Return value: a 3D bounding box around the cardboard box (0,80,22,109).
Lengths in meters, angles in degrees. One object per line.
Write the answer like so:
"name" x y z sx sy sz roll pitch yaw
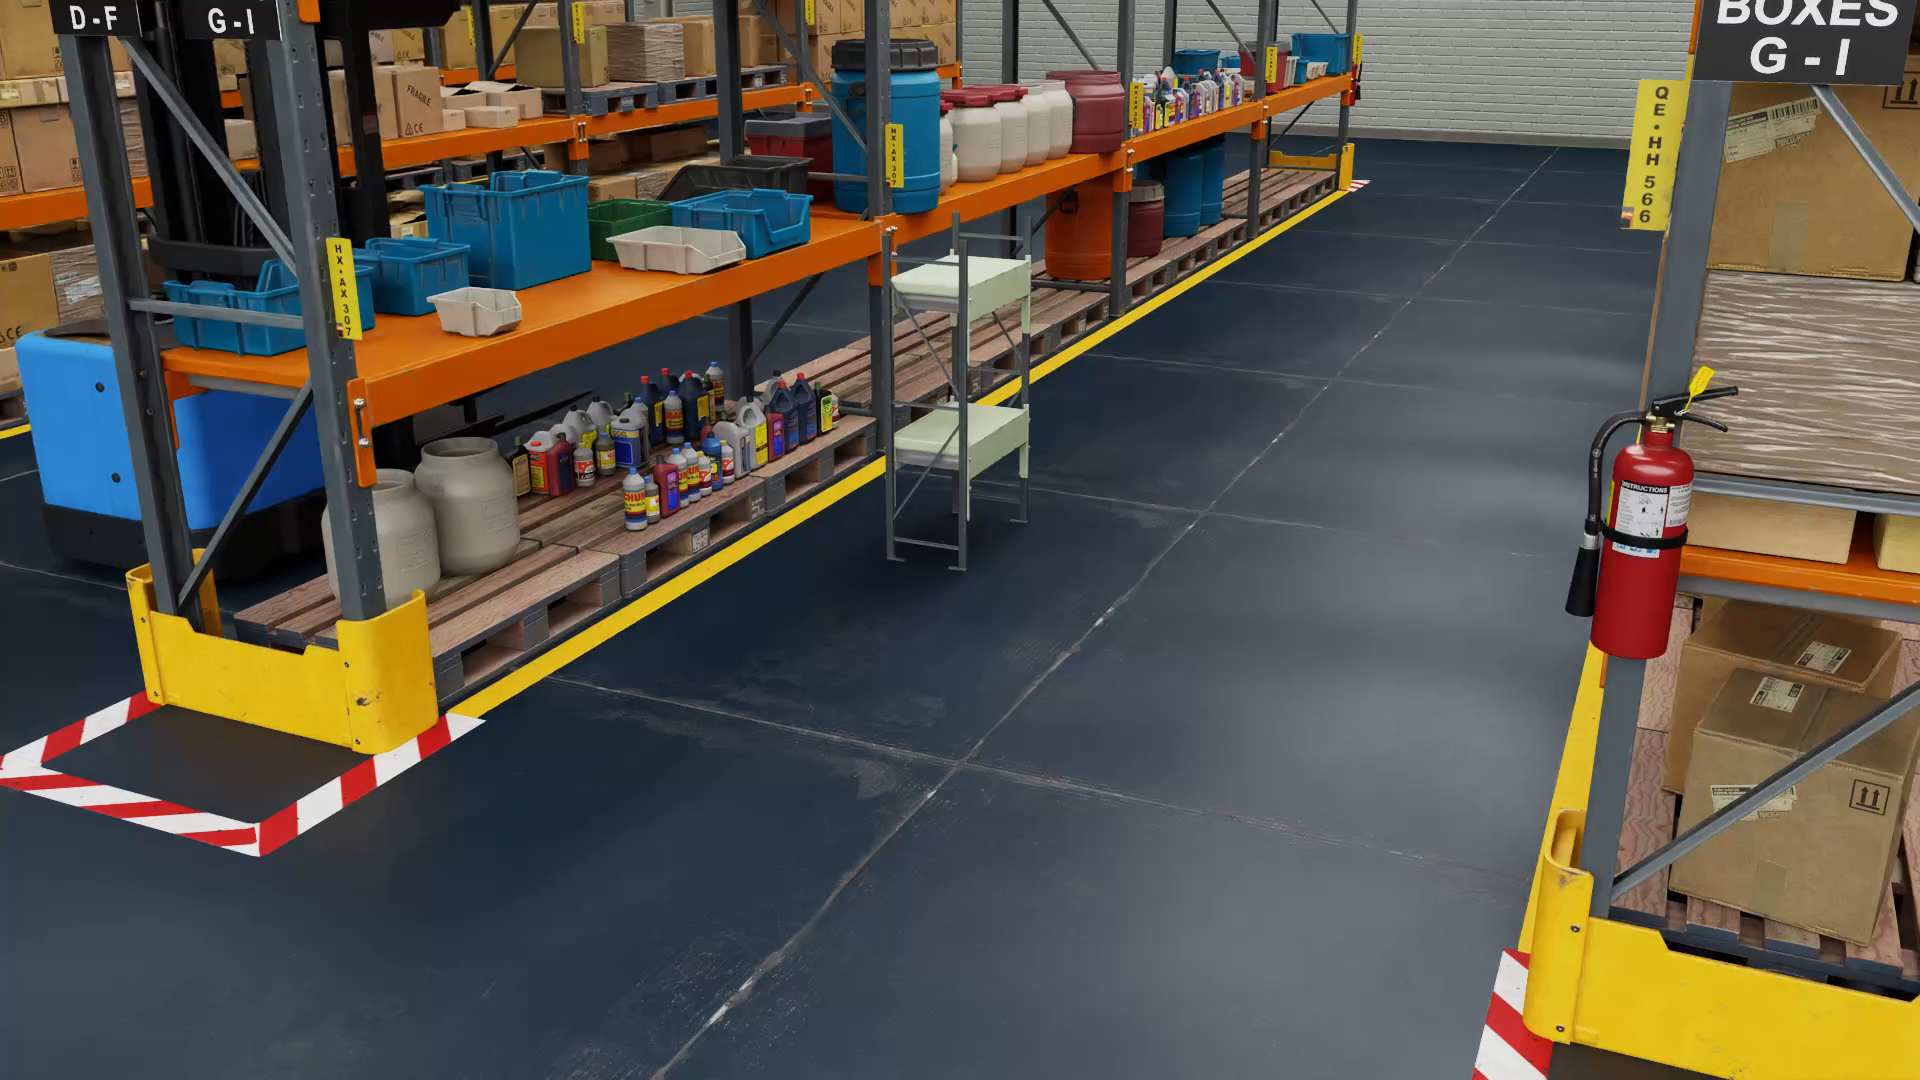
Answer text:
"cardboard box" -5.696 -2.588 9.652 0.380 0.149 0.250 8 21 22

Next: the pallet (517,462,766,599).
"pallet" -1.655 -0.090 7.907 1.003 0.211 1.213 9 21 23

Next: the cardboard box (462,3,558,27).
"cardboard box" -5.776 -6.534 21.417 0.980 0.700 0.700 7 21 20

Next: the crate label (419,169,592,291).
"crate label" -1.975 -1.371 7.296 0.502 0.435 0.616 9 21 23

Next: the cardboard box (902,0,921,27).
"cardboard box" -0.793 -6.358 19.728 0.500 0.500 0.500 9 22 24

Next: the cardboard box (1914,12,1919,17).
"cardboard box" 3.538 -1.628 5.985 0.500 0.500 0.500 9 21 23

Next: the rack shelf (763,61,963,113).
"rack shelf" -1.266 -5.377 19.684 1.077 0.370 4.000 9 21 23

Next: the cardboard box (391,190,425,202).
"cardboard box" -4.413 -2.766 13.911 0.500 0.311 0.500 8 21 21

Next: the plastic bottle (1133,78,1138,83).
"plastic bottle" 1.516 -3.993 14.904 0.152 0.276 0.135 9 21 23

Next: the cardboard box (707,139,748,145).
"cardboard box" -2.506 -4.019 17.868 0.500 0.500 0.500 8 21 20

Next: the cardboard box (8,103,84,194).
"cardboard box" -5.747 -2.407 10.111 0.700 0.500 0.500 8 21 22

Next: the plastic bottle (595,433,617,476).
"plastic bottle" -1.752 -0.429 8.218 0.097 0.201 0.097 0 20 0

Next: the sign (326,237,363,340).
"sign" -1.982 -0.809 5.353 0.100 0.325 0.005 9 21 23

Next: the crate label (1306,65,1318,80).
"crate label" 3.678 -5.101 18.139 0.396 0.136 0.243 9 21 23

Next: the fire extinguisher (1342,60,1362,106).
"fire extinguisher" 4.546 -5.418 19.398 0.296 0.674 0.183 9 21 23

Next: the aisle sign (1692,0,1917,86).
"aisle sign" 1.738 -1.322 3.331 0.394 0.787 0.004 9 21 23

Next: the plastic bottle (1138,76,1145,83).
"plastic bottle" 1.673 -4.130 15.297 0.097 0.271 0.097 0 20 0

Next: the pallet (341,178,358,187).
"pallet" -7.352 -3.848 18.475 1.003 0.211 1.213 9 21 23

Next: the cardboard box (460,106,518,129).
"cardboard box" -3.840 -3.450 13.568 0.380 0.149 0.250 9 21 23

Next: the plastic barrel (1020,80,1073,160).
"plastic barrel" 0.568 -2.909 11.506 0.421 0.512 0.421 0 20 0

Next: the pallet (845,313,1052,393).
"pallet" -0.060 -1.284 11.263 1.003 0.211 1.213 9 21 23

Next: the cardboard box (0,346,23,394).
"cardboard box" -5.757 -1.083 10.014 0.500 0.250 0.500 9 21 23

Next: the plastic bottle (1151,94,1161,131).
"plastic bottle" 1.552 -3.410 13.254 0.061 0.283 0.133 9 21 23

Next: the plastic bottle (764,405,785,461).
"plastic bottle" -0.952 -0.555 8.449 0.061 0.283 0.133 10 22 26

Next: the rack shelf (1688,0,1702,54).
"rack shelf" 2.856 -1.761 5.041 1.077 0.370 4.000 9 21 23

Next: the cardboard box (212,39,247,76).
"cardboard box" -7.589 -5.029 17.009 0.500 0.500 0.500 9 22 24

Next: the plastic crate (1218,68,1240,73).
"plastic crate" 2.871 -4.901 17.577 0.293 0.136 0.466 9 21 23

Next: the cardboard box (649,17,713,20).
"cardboard box" -2.707 -5.016 16.821 0.700 0.500 0.500 12 23 31

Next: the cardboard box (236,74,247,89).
"cardboard box" -7.611 -4.759 17.219 0.380 0.149 0.250 8 21 22

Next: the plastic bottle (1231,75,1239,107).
"plastic bottle" 2.512 -4.127 15.270 0.061 0.283 0.133 9 21 23

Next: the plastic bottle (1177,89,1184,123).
"plastic bottle" 1.812 -3.613 13.842 0.097 0.271 0.097 0 20 0

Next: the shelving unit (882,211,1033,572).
"shelving unit" -0.003 -0.705 7.712 0.431 1.500 0.755 9 21 23

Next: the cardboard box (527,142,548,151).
"cardboard box" -5.786 -5.327 21.575 0.700 0.500 0.500 9 22 24

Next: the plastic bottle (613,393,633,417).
"plastic bottle" -1.736 -0.613 8.613 0.061 0.283 0.133 10 22 25

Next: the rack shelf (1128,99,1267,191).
"rack shelf" 1.613 -3.473 14.331 1.077 0.370 4.000 9 21 23

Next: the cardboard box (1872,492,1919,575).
"cardboard box" 2.371 -0.011 3.899 0.380 0.149 0.250 9 21 23

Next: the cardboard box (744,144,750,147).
"cardboard box" -2.026 -3.943 17.655 0.500 0.500 0.500 8 21 22

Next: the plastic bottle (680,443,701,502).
"plastic bottle" -1.274 -0.324 7.817 0.097 0.271 0.097 0 20 0

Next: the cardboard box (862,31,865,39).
"cardboard box" -1.214 -5.579 19.031 0.500 0.500 0.500 8 21 22

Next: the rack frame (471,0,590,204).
"rack frame" -3.723 -3.881 14.406 1.000 3.000 0.127 9 21 23

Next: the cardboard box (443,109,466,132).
"cardboard box" -4.194 -3.365 13.330 0.380 0.149 0.250 10 22 27

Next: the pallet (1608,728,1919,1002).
"pallet" 2.433 0.972 4.921 1.003 0.211 1.213 9 21 23

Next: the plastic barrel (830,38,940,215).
"plastic barrel" -0.409 -2.290 9.185 0.600 0.901 0.708 9 21 23

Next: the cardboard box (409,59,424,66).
"cardboard box" -6.486 -5.532 19.391 0.380 0.149 0.250 9 21 23

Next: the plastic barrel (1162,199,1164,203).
"plastic barrel" 1.591 -2.908 14.756 0.421 0.512 0.421 0 20 0

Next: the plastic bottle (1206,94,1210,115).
"plastic bottle" 2.132 -3.819 14.526 0.097 0.201 0.097 0 20 0

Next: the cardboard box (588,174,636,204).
"cardboard box" -3.276 -3.011 15.032 0.500 0.500 0.500 10 22 25

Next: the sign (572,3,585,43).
"sign" -3.216 -4.352 14.001 0.100 0.325 0.005 9 21 23

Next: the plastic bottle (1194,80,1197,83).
"plastic bottle" 2.088 -3.943 14.773 0.097 0.271 0.097 0 20 0

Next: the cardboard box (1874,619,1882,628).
"cardboard box" 3.064 0.175 6.103 0.500 0.500 0.500 7 21 18

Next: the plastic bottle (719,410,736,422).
"plastic bottle" -1.160 -0.518 8.345 0.061 0.283 0.133 9 21 23

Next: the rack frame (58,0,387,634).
"rack frame" -2.482 -0.755 5.615 1.000 3.000 0.127 9 21 23

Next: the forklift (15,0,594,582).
"forklift" -3.095 -1.647 8.225 1.130 2.935 3.031 9 21 23
